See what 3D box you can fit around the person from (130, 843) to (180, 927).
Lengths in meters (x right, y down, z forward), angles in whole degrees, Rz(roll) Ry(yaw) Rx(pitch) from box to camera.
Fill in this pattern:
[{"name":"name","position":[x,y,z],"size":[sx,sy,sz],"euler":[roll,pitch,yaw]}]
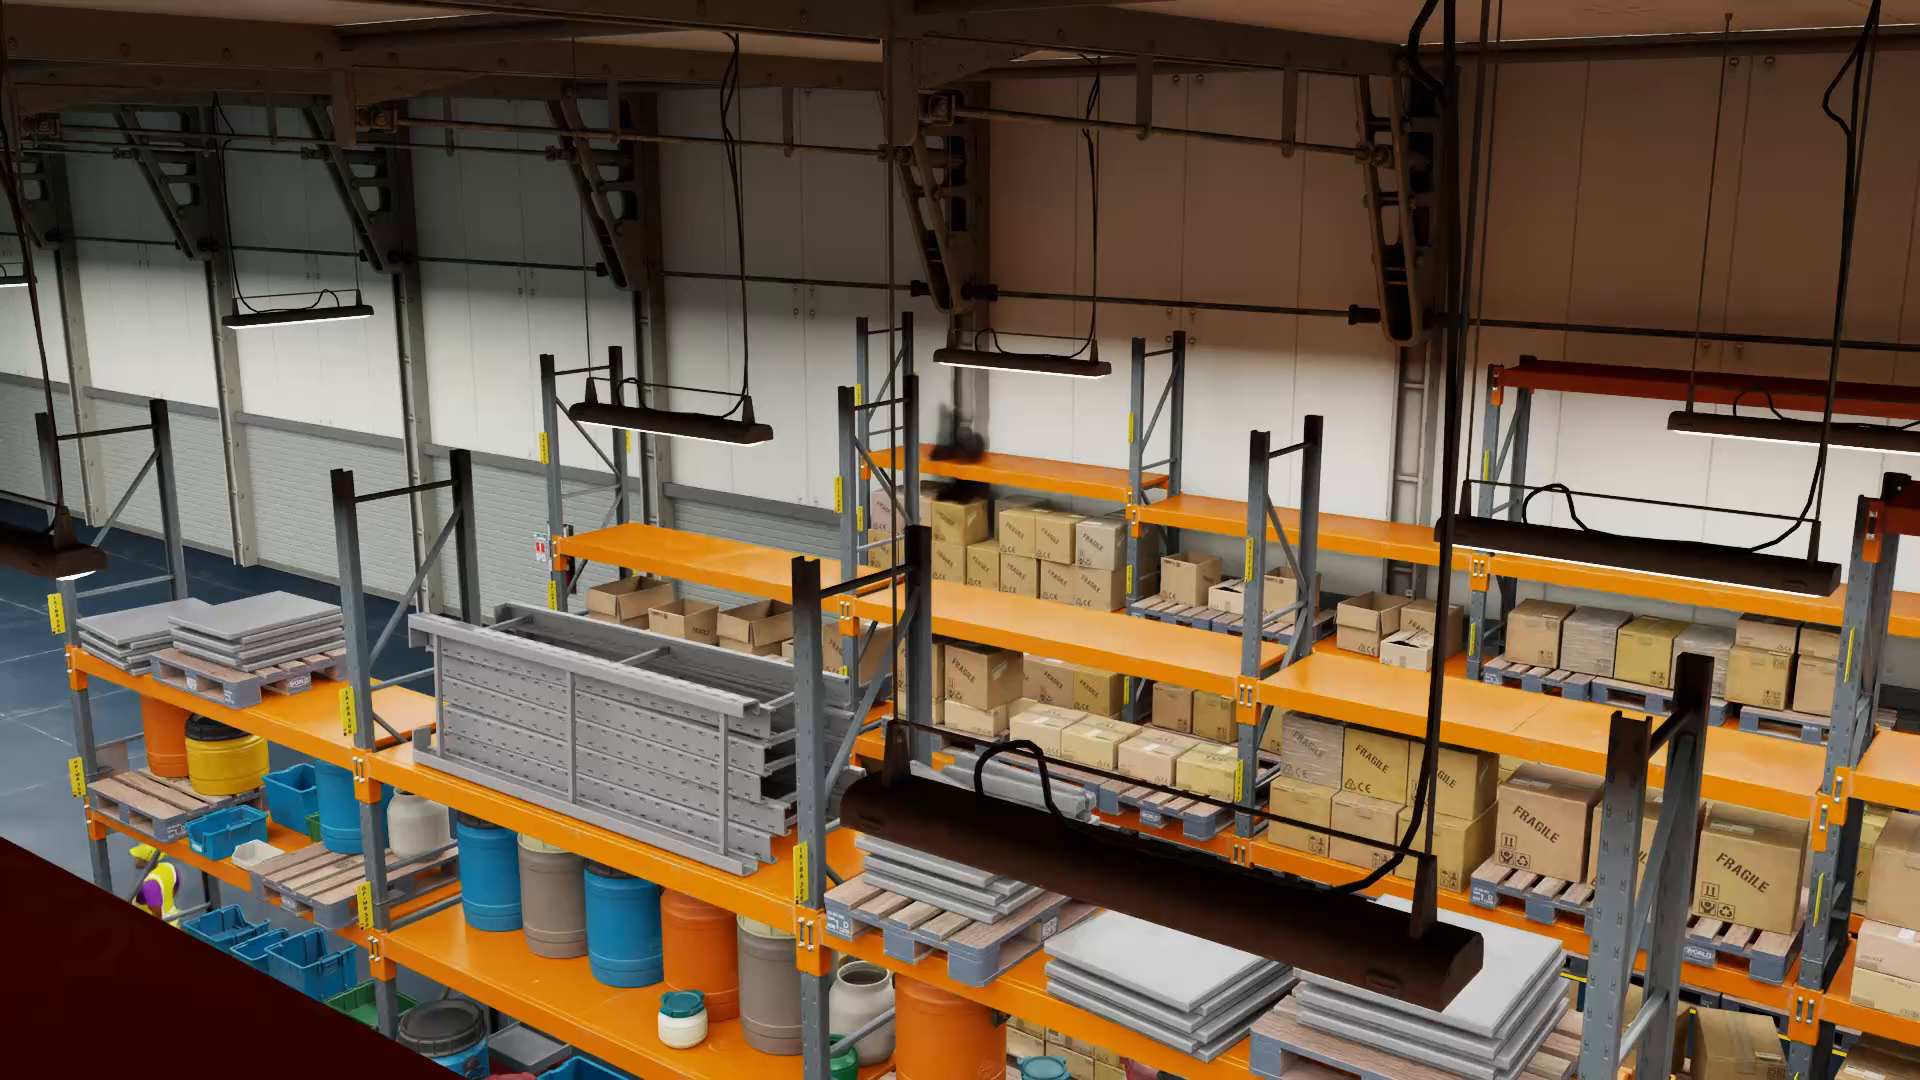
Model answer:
[{"name":"person","position":[-7.579,3.652,15.669],"size":[0.580,1.724,0.707],"euler":[-1,13,-5]}]
